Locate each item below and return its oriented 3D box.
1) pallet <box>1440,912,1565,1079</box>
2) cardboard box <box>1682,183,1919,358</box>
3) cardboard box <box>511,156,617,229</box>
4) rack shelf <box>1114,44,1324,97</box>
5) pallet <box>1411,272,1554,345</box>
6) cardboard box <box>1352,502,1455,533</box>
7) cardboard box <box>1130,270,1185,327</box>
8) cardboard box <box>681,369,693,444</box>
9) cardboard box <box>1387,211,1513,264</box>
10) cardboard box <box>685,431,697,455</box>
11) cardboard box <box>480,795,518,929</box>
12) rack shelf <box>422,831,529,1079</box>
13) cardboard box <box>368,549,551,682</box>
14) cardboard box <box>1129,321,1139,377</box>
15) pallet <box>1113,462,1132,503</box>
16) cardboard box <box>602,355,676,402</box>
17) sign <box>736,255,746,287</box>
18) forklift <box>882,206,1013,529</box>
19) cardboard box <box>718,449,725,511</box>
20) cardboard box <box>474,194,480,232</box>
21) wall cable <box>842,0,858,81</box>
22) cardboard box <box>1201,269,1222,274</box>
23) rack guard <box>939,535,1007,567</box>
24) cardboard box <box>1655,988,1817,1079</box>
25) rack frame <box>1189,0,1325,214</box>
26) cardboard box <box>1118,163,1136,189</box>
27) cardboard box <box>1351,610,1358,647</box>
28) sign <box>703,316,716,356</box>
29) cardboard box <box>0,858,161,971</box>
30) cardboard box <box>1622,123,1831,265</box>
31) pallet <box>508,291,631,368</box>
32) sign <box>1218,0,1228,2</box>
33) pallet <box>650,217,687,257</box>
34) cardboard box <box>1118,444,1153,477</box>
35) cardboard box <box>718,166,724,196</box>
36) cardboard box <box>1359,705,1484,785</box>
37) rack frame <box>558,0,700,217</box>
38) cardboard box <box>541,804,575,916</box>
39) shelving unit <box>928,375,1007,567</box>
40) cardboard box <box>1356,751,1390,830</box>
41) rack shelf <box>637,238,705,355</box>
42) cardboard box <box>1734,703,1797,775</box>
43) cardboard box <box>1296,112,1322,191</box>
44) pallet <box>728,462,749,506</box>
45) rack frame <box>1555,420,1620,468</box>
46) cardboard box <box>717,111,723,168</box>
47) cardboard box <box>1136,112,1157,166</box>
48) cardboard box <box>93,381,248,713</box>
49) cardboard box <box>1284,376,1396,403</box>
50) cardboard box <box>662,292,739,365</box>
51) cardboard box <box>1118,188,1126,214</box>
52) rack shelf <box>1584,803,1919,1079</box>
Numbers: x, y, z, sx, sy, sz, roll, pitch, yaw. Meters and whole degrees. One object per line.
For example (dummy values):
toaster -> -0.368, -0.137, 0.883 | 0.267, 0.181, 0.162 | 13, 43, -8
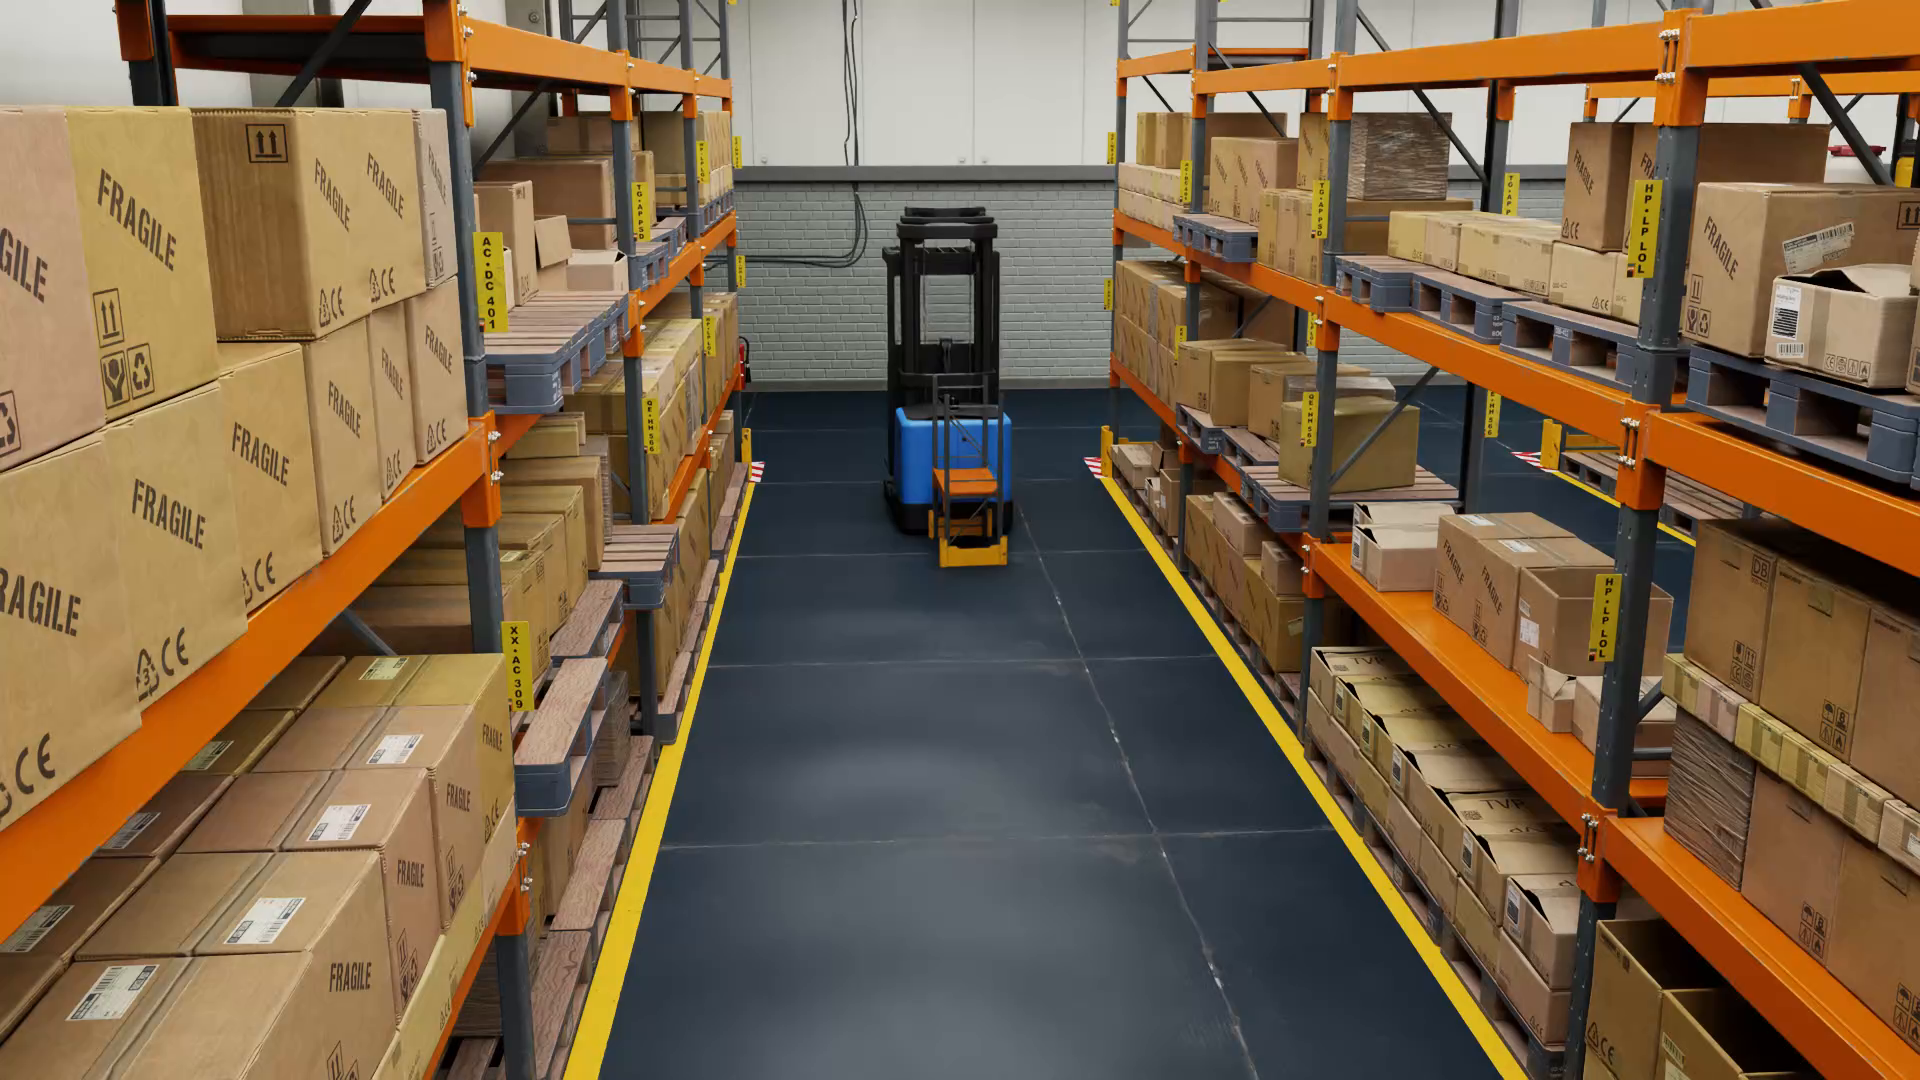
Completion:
pallet -> 2.777, 1.960, 7.208 | 1.003, 0.211, 1.213 | -1, 14, -3
cardboard box -> 2.630, -0.851, 5.192 | 0.500, 0.500, 0.500 | 0, 14, 1
cardboard box -> -2.524, -2.228, 10.785 | 0.700, 0.500, 0.500 | 0, 14, -1
rack shelf -> 2.242, -4.250, 15.159 | 1.077, 0.370, 4.000 | -1, 14, -3
pallet -> 2.817, -1.118, 7.935 | 1.003, 0.211, 1.213 | 0, 14, -1
cardboard box -> 2.593, -0.068, 9.674 | 0.500, 0.311, 0.500 | 0, 14, 0
cardboard box -> 1.948, -2.356, 16.179 | 0.500, 0.500, 0.500 | -1, 14, -3
cardboard box -> -2.234, -0.959, 12.121 | 0.500, 0.500, 0.500 | -1, 14, -3
cardboard box -> 2.698, -1.674, 9.174 | 0.500, 0.250, 0.500 | -2, 15, -8
cardboard box -> -2.189, -0.736, 12.554 | 0.380, 0.149, 0.250 | -1, 14, -3
cardboard box -> -1.750, 1.046, 5.426 | 0.500, 0.250, 0.500 | -1, 14, -3
rack shelf -> -1.958, 1.716, 4.006 | 1.077, 0.370, 4.000 | -1, 14, -3
cardboard box -> -2.107, 0.342, 6.817 | 0.700, 0.500, 0.500 | 1, 14, 2
cardboard box -> 1.948, -1.873, 16.309 | 0.500, 0.500, 0.500 | -1, 14, -4
pallet -> 2.173, -0.624, 17.253 | 1.003, 0.211, 1.213 | -1, 14, -3
cardboard box -> -2.170, -1.065, 11.028 | 0.500, 0.250, 0.500 | -1, 14, -3
sign -> -2.283, -2.795, 17.294 | 0.100, 0.325, 0.005 | -1, 14, -3
forklift -> -0.189, -1.833, 16.492 | 1.130, 2.935, 3.031 | -2, 15, -6
cardboard box -> -2.579, -0.553, 15.553 | 0.700, 0.500, 0.500 | -1, 14, -2
cardboard box -> -2.036, -0.972, 5.945 | 0.500, 0.500, 0.500 | 1, 14, 5
wall cable -> -0.119, -7.416, 22.110 | 3.097, 2.526, 0.112 | -1, 14, -3
cardboard box -> 2.489, -2.364, 16.210 | 0.500, 0.500, 0.500 | 0, 14, -2
rack guard -> 0.115, 0.097, 14.369 | 0.587, 0.250, 0.087 | -2, 15, -6
cardboard box -> 2.617, 1.802, 5.398 | 0.500, 0.500, 0.500 | -1, 14, -3
rack frame -> 2.366, -4.103, 13.136 | 1.000, 3.000, 0.127 | -1, 14, -3
cardboard box -> 1.890, -3.682, 16.820 | 0.500, 0.250, 0.500 | -1, 14, -3
cardboard box -> 2.833, 0.547, 11.237 | 0.500, 0.500, 0.500 | -1, 14, -5
sign -> -2.037, -1.653, 13.490 | 0.100, 0.325, 0.005 | -1, 14, -3
cardboard box -> -2.165, 1.071, 3.822 | 0.500, 0.500, 0.500 | -1, 14, -3
cardboard box -> 2.863, -1.308, 6.248 | 0.500, 0.500, 0.500 | -1, 14, -3
pallet -> -2.082, -0.905, 7.105 | 1.213, 0.211, 1.003 | -1, 14, -3
sign -> 2.673, -5.630, 16.880 | 0.100, 0.325, 0.005 | -1, 14, -3
pallet -> -2.472, -2.253, 12.349 | 0.805, 0.209, 1.217 | -1, 15, -6
cardboard box -> 1.900, -0.810, 17.012 | 0.500, 0.250, 0.500 | -1, 14, -3
cardboard box -> -2.445, -3.310, 15.331 | 0.500, 0.250, 0.500 | -1, 14, -5
cardboard box -> 2.423, 1.046, 8.713 | 0.500, 0.311, 0.500 | -1, 14, -5
rack frame -> -2.578, -4.025, 12.835 | 1.000, 3.000, 0.127 | -1, 14, -3
cardboard box -> -2.218, 1.429, 7.809 | 0.700, 0.500, 0.500 | -1, 14, -3
shelving unit -> 0.059, -0.631, 14.693 | 0.587, 1.500, 1.083 | -2, 15, -6
cardboard box -> 2.423, 1.315, 8.796 | 0.500, 0.250, 0.500 | -1, 14, -5
rack shelf -> -2.454, -1.727, 11.365 | 1.077, 0.370, 4.000 | -1, 14, -3
cardboard box -> 2.718, 0.626, 5.294 | 0.380, 0.149, 0.250 | -1, 14, -5
cardboard box -> 2.530, -2.550, 10.914 | 0.500, 0.500, 0.500 | -1, 14, -3
pallet -> -2.698, -0.566, 17.028 | 1.003, 0.211, 1.213 | -1, 14, -3
rack frame -> 7.062, -2.268, 18.043 | 1.000, 3.000, 0.127 | -1, 14, -3
cardboard box -> -2.447, -3.678, 15.256 | 0.500, 0.500, 0.500 | -2, 15, -6
cardboard box -> 2.113, -3.924, 16.255 | 0.700, 0.500, 0.500 | -1, 14, -3
cardboard box -> -1.640, 0.004, 2.956 | 0.500, 0.500, 0.500 | 0, 14, -1
cardboard box -> 2.596, -0.840, 11.450 | 0.700, 0.500, 0.500 | 2, 15, 7
cardboard box -> -2.784, -2.133, 16.919 | 0.980, 0.700, 0.700 | 0, 14, -1
cardboard box -> 1.896, -3.440, 16.883 | 0.500, 0.250, 0.500 | -1, 14, -3
rack shelf -> 2.986, 1.638, 4.307 | 1.077, 0.370, 4.000 | -1, 14, -3
